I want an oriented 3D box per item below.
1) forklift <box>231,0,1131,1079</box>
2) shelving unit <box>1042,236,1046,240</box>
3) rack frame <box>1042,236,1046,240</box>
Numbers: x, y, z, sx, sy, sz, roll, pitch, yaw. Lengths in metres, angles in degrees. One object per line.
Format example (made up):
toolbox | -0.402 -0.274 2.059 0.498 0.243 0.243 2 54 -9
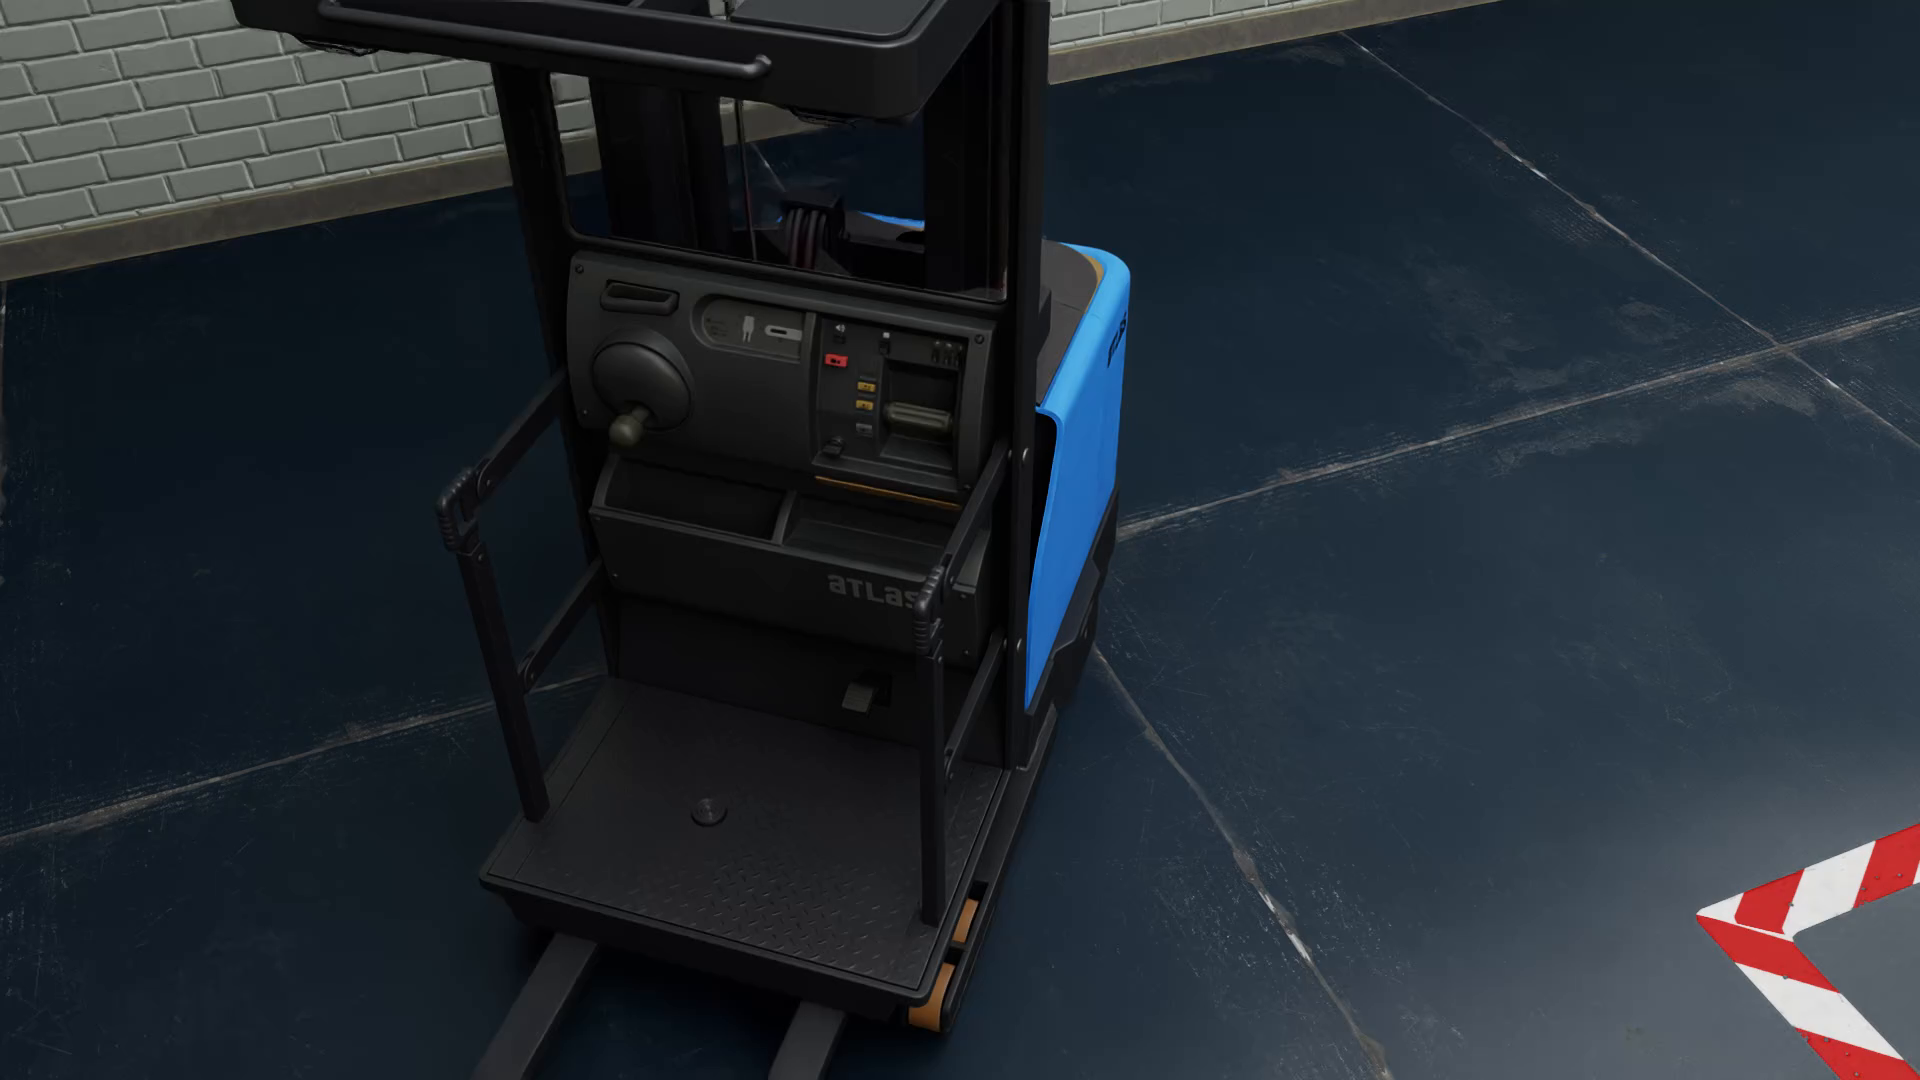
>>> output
forklift | -0.450 -0.258 3.302 1.130 2.935 3.031 12 42 13
shelving unit | 0.126 -0.496 5.137 0.258 0.900 0.210 3 41 4
rack frame | 0.135 -0.562 5.214 0.240 0.900 0.006 3 41 4
